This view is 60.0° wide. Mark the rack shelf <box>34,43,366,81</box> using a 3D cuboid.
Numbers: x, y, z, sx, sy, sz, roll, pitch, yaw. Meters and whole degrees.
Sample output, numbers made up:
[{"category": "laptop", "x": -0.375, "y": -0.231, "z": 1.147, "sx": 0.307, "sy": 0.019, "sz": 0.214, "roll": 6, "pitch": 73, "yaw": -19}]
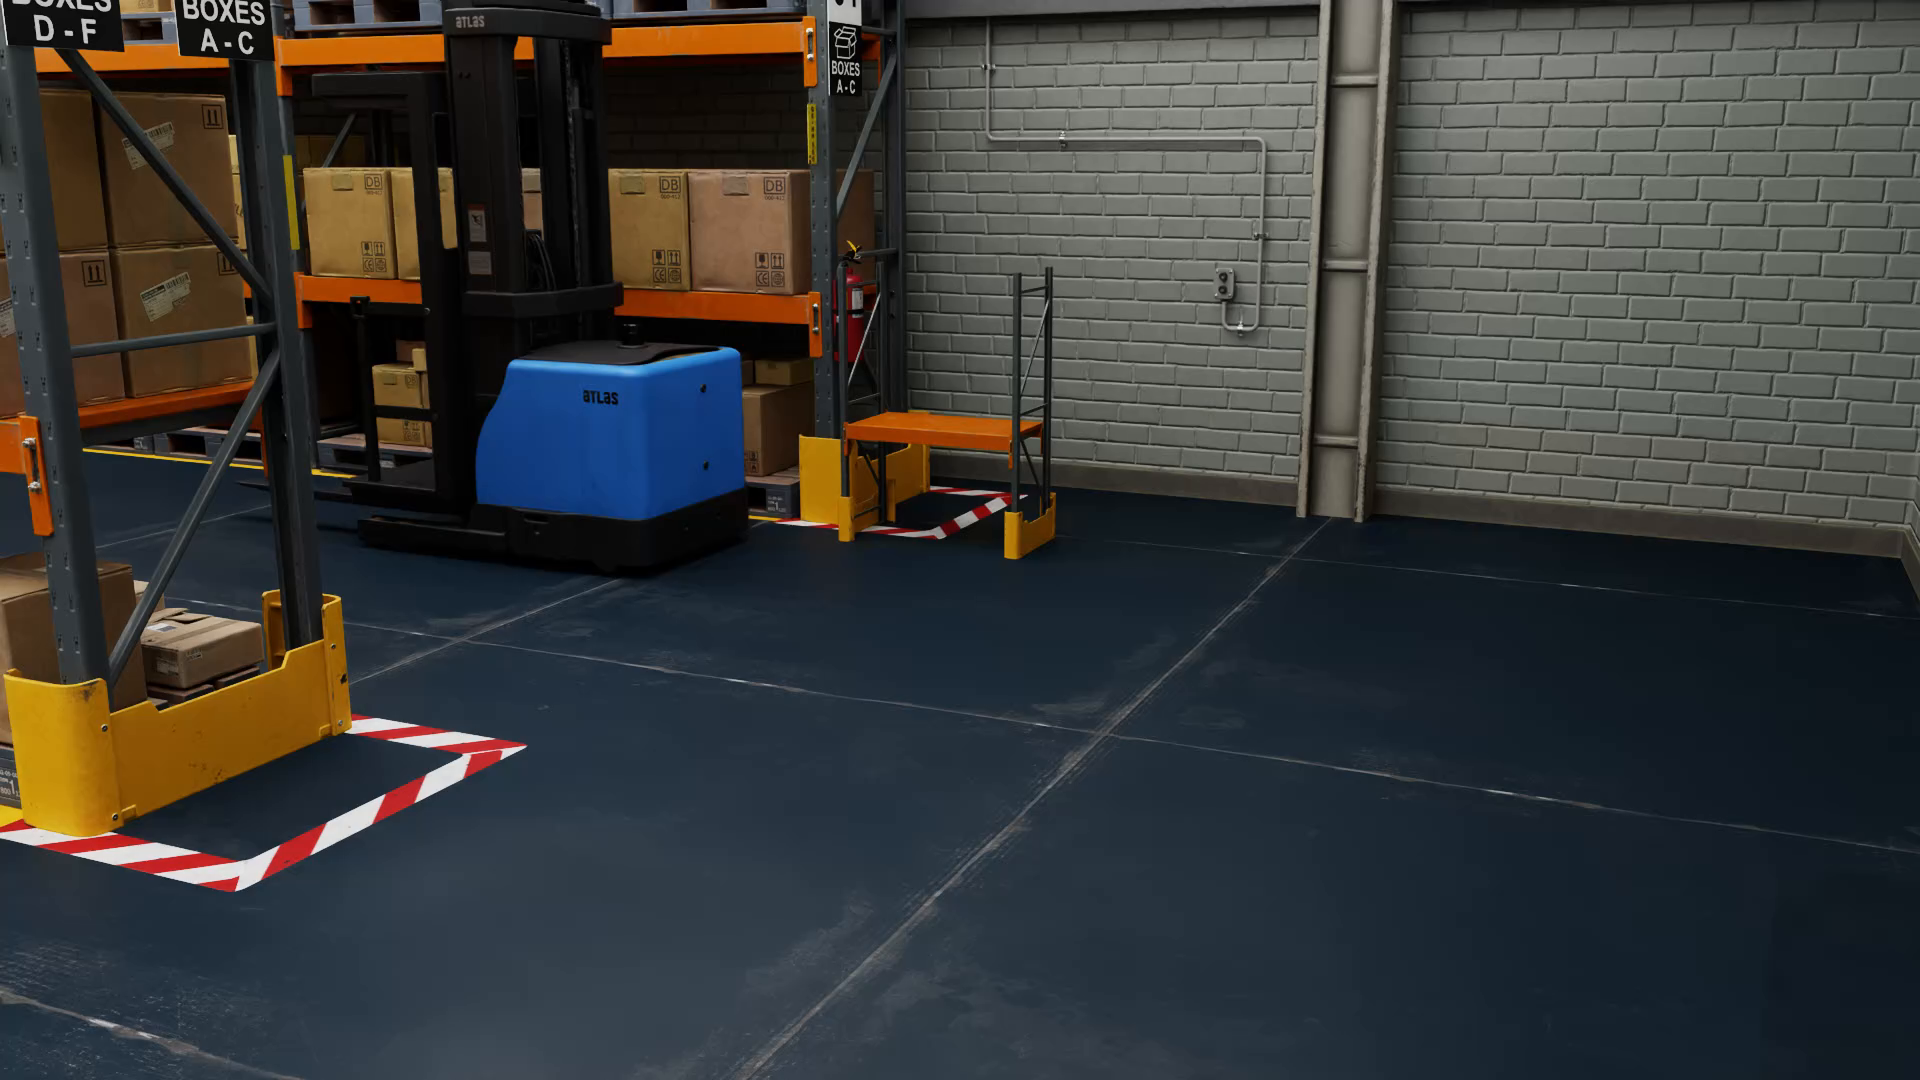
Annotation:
[{"category": "rack shelf", "x": -6.071, "y": -3.347, "z": 11.963, "sx": 4.000, "sy": 0.370, "sz": 1.077, "roll": 6, "pitch": 14, "yaw": 23}]

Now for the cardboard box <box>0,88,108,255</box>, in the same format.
[{"category": "cardboard box", "x": -3.107, "y": -1.166, "z": 5.251, "sx": 0.500, "sy": 0.500, "sz": 0.500, "roll": 6, "pitch": 14, "yaw": 23}]

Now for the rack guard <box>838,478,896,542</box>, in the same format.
[{"category": "rack guard", "x": -0.525, "y": -0.175, "z": 9.453, "sx": 0.087, "sy": 0.250, "sz": 0.587, "roll": 6, "pitch": 14, "yaw": 23}]

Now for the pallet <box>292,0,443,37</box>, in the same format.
[{"category": "pallet", "x": -3.499, "y": -3.391, "z": 10.770, "sx": 1.213, "sy": 0.211, "sz": 1.003, "roll": 6, "pitch": 14, "yaw": 23}]

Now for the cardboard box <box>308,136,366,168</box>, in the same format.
[{"category": "cardboard box", "x": -4.558, "y": -2.718, "z": 11.715, "sx": 0.500, "sy": 0.250, "sz": 0.500, "roll": 6, "pitch": 15, "yaw": 25}]

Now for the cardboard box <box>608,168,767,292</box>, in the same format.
[{"category": "cardboard box", "x": -1.726, "y": -1.938, "z": 10.292, "sx": 0.700, "sy": 0.700, "sz": 0.980, "roll": 6, "pitch": 14, "yaw": 23}]

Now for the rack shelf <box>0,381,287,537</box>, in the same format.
[{"category": "rack shelf", "x": -4.417, "y": -0.482, "z": 6.317, "sx": 4.000, "sy": 0.370, "sz": 1.077, "roll": 6, "pitch": 14, "yaw": 23}]

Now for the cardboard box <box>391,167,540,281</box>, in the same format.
[{"category": "cardboard box", "x": -3.088, "y": -2.076, "z": 10.879, "sx": 0.700, "sy": 0.700, "sz": 0.980, "roll": 5, "pitch": 14, "yaw": 22}]

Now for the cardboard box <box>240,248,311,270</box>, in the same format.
[{"category": "cardboard box", "x": -4.667, "y": -1.912, "z": 11.342, "sx": 0.250, "sy": 0.149, "sz": 0.380, "roll": 6, "pitch": 14, "yaw": 24}]

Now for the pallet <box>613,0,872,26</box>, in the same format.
[{"category": "pallet", "x": -1.268, "y": -3.166, "z": 9.808, "sx": 1.213, "sy": 0.211, "sz": 1.003, "roll": 6, "pitch": 14, "yaw": 23}]

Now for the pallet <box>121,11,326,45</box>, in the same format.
[{"category": "pallet", "x": -5.101, "y": -3.494, "z": 11.431, "sx": 1.217, "sy": 0.209, "sz": 0.805, "roll": 5, "pitch": 14, "yaw": 21}]

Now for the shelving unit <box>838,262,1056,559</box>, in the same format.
[{"category": "shelving unit", "x": -0.070, "y": -0.737, "z": 9.114, "sx": 1.083, "sy": 1.500, "sz": 0.587, "roll": 6, "pitch": 14, "yaw": 23}]

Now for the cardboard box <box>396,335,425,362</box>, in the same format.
[{"category": "cardboard box", "x": -3.653, "y": -1.320, "z": 11.446, "sx": 0.250, "sy": 0.149, "sz": 0.380, "roll": 6, "pitch": 14, "yaw": 23}]

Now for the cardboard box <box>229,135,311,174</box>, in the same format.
[{"category": "cardboard box", "x": -4.773, "y": -2.610, "z": 11.258, "sx": 0.500, "sy": 0.250, "sz": 0.500, "roll": 6, "pitch": 15, "yaw": 25}]

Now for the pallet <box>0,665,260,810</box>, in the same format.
[{"category": "pallet", "x": -3.387, "y": 0.630, "z": 6.108, "sx": 1.213, "sy": 0.211, "sz": 1.003, "roll": 6, "pitch": 14, "yaw": 23}]

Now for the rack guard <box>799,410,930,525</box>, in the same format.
[{"category": "rack guard", "x": -0.564, "y": -0.463, "z": 10.133, "sx": 0.348, "sy": 0.500, "sz": 1.175, "roll": 6, "pitch": 14, "yaw": 23}]

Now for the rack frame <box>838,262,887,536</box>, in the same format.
[{"category": "rack frame", "x": -0.543, "y": -0.785, "z": 9.318, "sx": 0.032, "sy": 1.500, "sz": 0.500, "roll": 6, "pitch": 14, "yaw": 23}]

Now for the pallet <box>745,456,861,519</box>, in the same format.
[{"category": "pallet", "x": -1.348, "y": -0.382, "z": 10.421, "sx": 1.213, "sy": 0.211, "sz": 1.003, "roll": 6, "pitch": 14, "yaw": 23}]

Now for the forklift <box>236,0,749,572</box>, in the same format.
[{"category": "forklift", "x": -2.725, "y": -1.470, "z": 9.102, "sx": 3.031, "sy": 2.935, "sz": 1.130, "roll": 6, "pitch": 15, "yaw": 24}]

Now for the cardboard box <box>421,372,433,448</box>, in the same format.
[{"category": "cardboard box", "x": -3.143, "y": -0.902, "z": 11.085, "sx": 0.500, "sy": 0.500, "sz": 0.700, "roll": 6, "pitch": 14, "yaw": 23}]

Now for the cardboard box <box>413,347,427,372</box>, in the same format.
[{"category": "cardboard box", "x": -3.361, "y": -1.195, "z": 10.914, "sx": 0.250, "sy": 0.149, "sz": 0.380, "roll": 6, "pitch": 15, "yaw": 25}]

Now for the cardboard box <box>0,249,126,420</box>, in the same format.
[{"category": "cardboard box", "x": -3.108, "y": -0.680, "z": 5.369, "sx": 0.500, "sy": 0.500, "sz": 0.500, "roll": 6, "pitch": 15, "yaw": 25}]

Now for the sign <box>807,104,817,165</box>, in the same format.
[{"category": "sign", "x": -0.818, "y": -2.249, "z": 9.220, "sx": 0.005, "sy": 0.325, "sz": 0.100, "roll": 6, "pitch": 14, "yaw": 23}]

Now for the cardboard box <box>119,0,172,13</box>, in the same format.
[{"category": "cardboard box", "x": -5.538, "y": -3.918, "z": 11.637, "sx": 0.500, "sy": 0.500, "sz": 0.700, "roll": 5, "pitch": 14, "yaw": 22}]

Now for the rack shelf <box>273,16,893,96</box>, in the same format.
[{"category": "rack shelf", "x": -2.414, "y": -2.977, "z": 10.385, "sx": 4.000, "sy": 0.370, "sz": 1.077, "roll": 6, "pitch": 14, "yaw": 23}]

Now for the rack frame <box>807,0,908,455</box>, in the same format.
[{"category": "rack frame", "x": -0.586, "y": -1.682, "z": 9.857, "sx": 0.127, "sy": 3.000, "sz": 1.000, "roll": 6, "pitch": 14, "yaw": 23}]

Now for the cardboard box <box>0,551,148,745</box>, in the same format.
[{"category": "cardboard box", "x": -3.186, "y": 0.357, "z": 5.677, "sx": 0.500, "sy": 0.500, "sz": 0.500, "roll": 6, "pitch": 14, "yaw": 23}]

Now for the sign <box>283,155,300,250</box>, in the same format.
[{"category": "sign", "x": -2.369, "y": -1.182, "z": 5.831, "sx": 0.005, "sy": 0.325, "sz": 0.100, "roll": 6, "pitch": 14, "yaw": 23}]

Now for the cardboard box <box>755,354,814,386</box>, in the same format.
[{"category": "cardboard box", "x": -1.071, "y": -1.059, "z": 10.336, "sx": 0.250, "sy": 0.149, "sz": 0.380, "roll": 6, "pitch": 14, "yaw": 24}]

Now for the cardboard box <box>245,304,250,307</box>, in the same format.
[{"category": "cardboard box", "x": -5.704, "y": -1.325, "z": 12.121, "sx": 0.750, "sy": 0.750, "sz": 0.750, "roll": 6, "pitch": 15, "yaw": 25}]

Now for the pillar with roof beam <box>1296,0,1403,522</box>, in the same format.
[{"category": "pillar with roof beam", "x": 0.490, "y": -3.634, "z": 5.045, "sx": 0.400, "sy": 9.000, "sz": 9.100, "roll": 6, "pitch": 14, "yaw": 23}]

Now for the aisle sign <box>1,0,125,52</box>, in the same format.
[{"category": "aisle sign", "x": -2.650, "y": -1.842, "z": 4.850, "sx": 0.004, "sy": 0.787, "sz": 0.394, "roll": 6, "pitch": 14, "yaw": 23}]

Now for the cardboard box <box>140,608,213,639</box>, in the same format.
[{"category": "cardboard box", "x": -3.061, "y": 0.384, "z": 6.289, "sx": 0.250, "sy": 0.166, "sz": 0.380, "roll": 6, "pitch": 14, "yaw": 23}]

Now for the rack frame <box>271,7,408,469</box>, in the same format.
[{"category": "rack frame", "x": -4.243, "y": -2.052, "z": 11.435, "sx": 0.127, "sy": 3.000, "sz": 1.000, "roll": 6, "pitch": 14, "yaw": 23}]

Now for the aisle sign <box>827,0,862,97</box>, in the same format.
[{"category": "aisle sign", "x": -0.641, "y": -2.878, "z": 9.265, "sx": 0.004, "sy": 0.787, "sz": 0.394, "roll": 6, "pitch": 14, "yaw": 23}]
